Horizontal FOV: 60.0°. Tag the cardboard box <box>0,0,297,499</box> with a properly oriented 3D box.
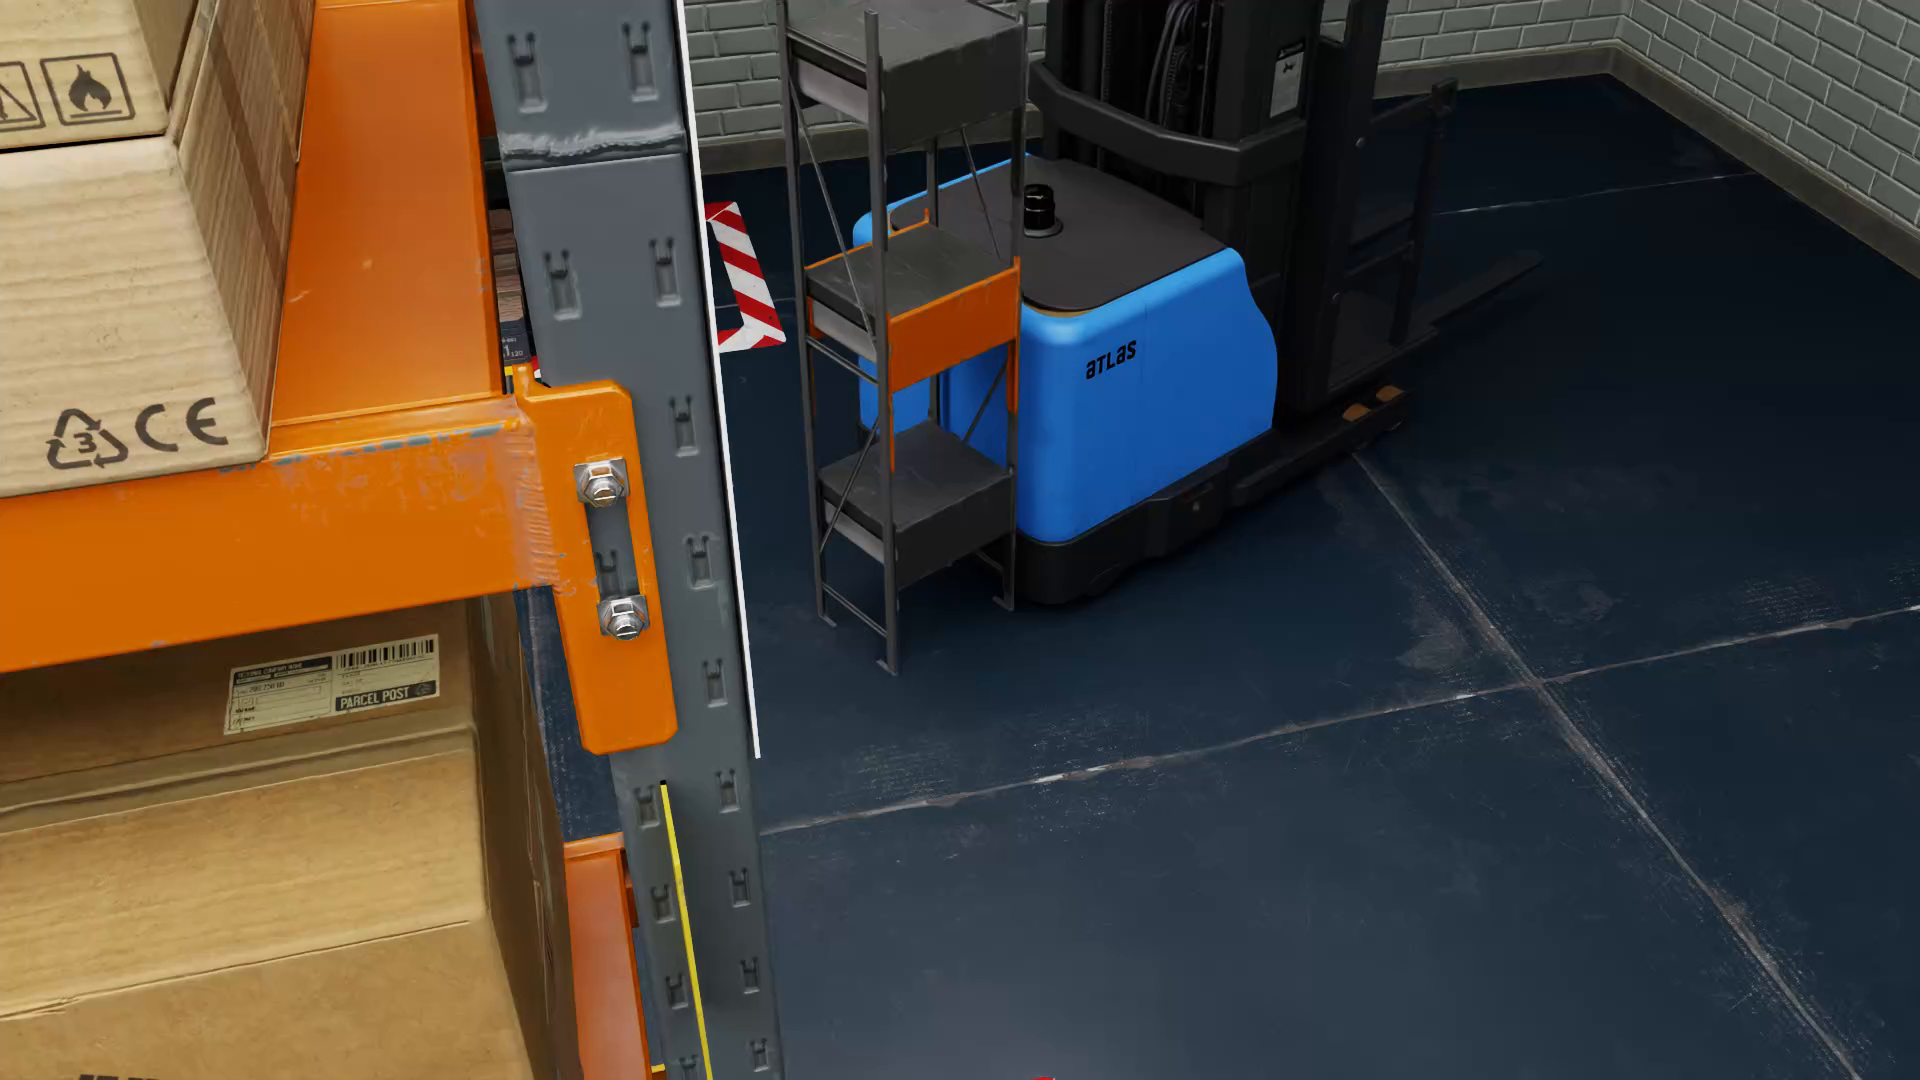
[{"bbox_3d":[-0.810,-0.260,1.276,0.500,0.250,0.500,-9,38,-12],"label":"cardboard box"}]

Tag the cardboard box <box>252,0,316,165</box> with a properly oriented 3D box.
[{"bbox_3d":[-0.945,-0.564,1.673,0.500,0.250,0.500,-9,38,-12],"label":"cardboard box"}]

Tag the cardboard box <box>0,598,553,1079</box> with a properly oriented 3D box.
[{"bbox_3d":[-0.741,0.431,1.813,0.500,0.500,0.500,-10,38,-12],"label":"cardboard box"}]

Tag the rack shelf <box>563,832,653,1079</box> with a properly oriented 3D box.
[{"bbox_3d":[-2.313,1.238,2.254,4.000,0.370,1.077,-9,38,-12],"label":"rack shelf"}]

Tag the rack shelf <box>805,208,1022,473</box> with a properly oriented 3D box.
[{"bbox_3d":[-0.145,-0.583,4.807,0.480,0.518,0.431,-28,45,-31],"label":"rack shelf"}]

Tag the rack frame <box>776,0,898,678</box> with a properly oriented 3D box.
[{"bbox_3d":[-0.329,-0.497,4.672,0.015,2.100,0.400,-28,45,-31],"label":"rack frame"}]

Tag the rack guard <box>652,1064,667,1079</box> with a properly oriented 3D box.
[{"bbox_3d":[-0.456,1.641,3.194,0.348,0.500,1.175,-9,38,-12],"label":"rack guard"}]

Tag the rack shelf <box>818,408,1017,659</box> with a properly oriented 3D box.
[{"bbox_3d":[-0.145,-0.027,5.232,0.480,0.518,0.431,-28,45,-31],"label":"rack shelf"}]

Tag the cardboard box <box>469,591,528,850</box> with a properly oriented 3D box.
[{"bbox_3d":[-0.880,0.115,2.226,0.500,0.500,0.500,-8,38,-11],"label":"cardboard box"}]

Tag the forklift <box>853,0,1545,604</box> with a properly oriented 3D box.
[{"bbox_3d":[1.080,-1.718,5.583,3.031,2.935,1.130,-28,45,-32],"label":"forklift"}]

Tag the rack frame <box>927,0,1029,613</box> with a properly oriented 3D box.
[{"bbox_3d":[0.040,-0.691,4.925,0.015,2.100,0.400,-28,45,-31],"label":"rack frame"}]

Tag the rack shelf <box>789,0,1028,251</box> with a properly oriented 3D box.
[{"bbox_3d":[-0.145,-1.139,4.382,0.480,0.518,0.431,-28,45,-31],"label":"rack shelf"}]

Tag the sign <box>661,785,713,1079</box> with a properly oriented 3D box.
[{"bbox_3d":[-0.257,0.379,1.573,0.005,0.325,0.100,-9,38,-12],"label":"sign"}]

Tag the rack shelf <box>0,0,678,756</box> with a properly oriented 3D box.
[{"bbox_3d":[-2.313,0.047,1.343,4.000,0.370,1.077,-9,38,-12],"label":"rack shelf"}]

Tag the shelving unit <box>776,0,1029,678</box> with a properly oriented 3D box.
[{"bbox_3d":[-0.145,-0.594,4.799,0.503,2.100,0.431,-28,45,-31],"label":"shelving unit"}]

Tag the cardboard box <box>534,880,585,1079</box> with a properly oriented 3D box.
[{"bbox_3d":[-0.744,0.827,2.118,0.500,0.500,0.500,-8,38,-11],"label":"cardboard box"}]

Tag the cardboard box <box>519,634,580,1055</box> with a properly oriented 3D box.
[{"bbox_3d":[-0.880,0.512,2.530,0.500,0.500,0.500,-9,38,-11],"label":"cardboard box"}]

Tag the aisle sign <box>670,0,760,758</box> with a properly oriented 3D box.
[{"bbox_3d":[-0.237,-0.228,1.439,0.004,0.787,0.394,-9,38,-12],"label":"aisle sign"}]

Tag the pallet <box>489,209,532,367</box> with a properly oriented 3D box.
[{"bbox_3d":[-2.429,-0.989,6.869,1.213,0.211,1.003,-9,38,-12],"label":"pallet"}]

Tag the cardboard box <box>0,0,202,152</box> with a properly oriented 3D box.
[{"bbox_3d":[-0.812,-0.464,1.130,0.500,0.250,0.500,-9,38,-12],"label":"cardboard box"}]

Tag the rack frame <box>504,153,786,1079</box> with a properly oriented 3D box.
[{"bbox_3d":[-0.383,0.636,2.450,0.127,3.000,1.000,-9,38,-12],"label":"rack frame"}]

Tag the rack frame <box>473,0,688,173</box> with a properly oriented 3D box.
[{"bbox_3d":[-0.383,-1.747,0.627,0.127,3.000,1.000,-9,38,-12],"label":"rack frame"}]
